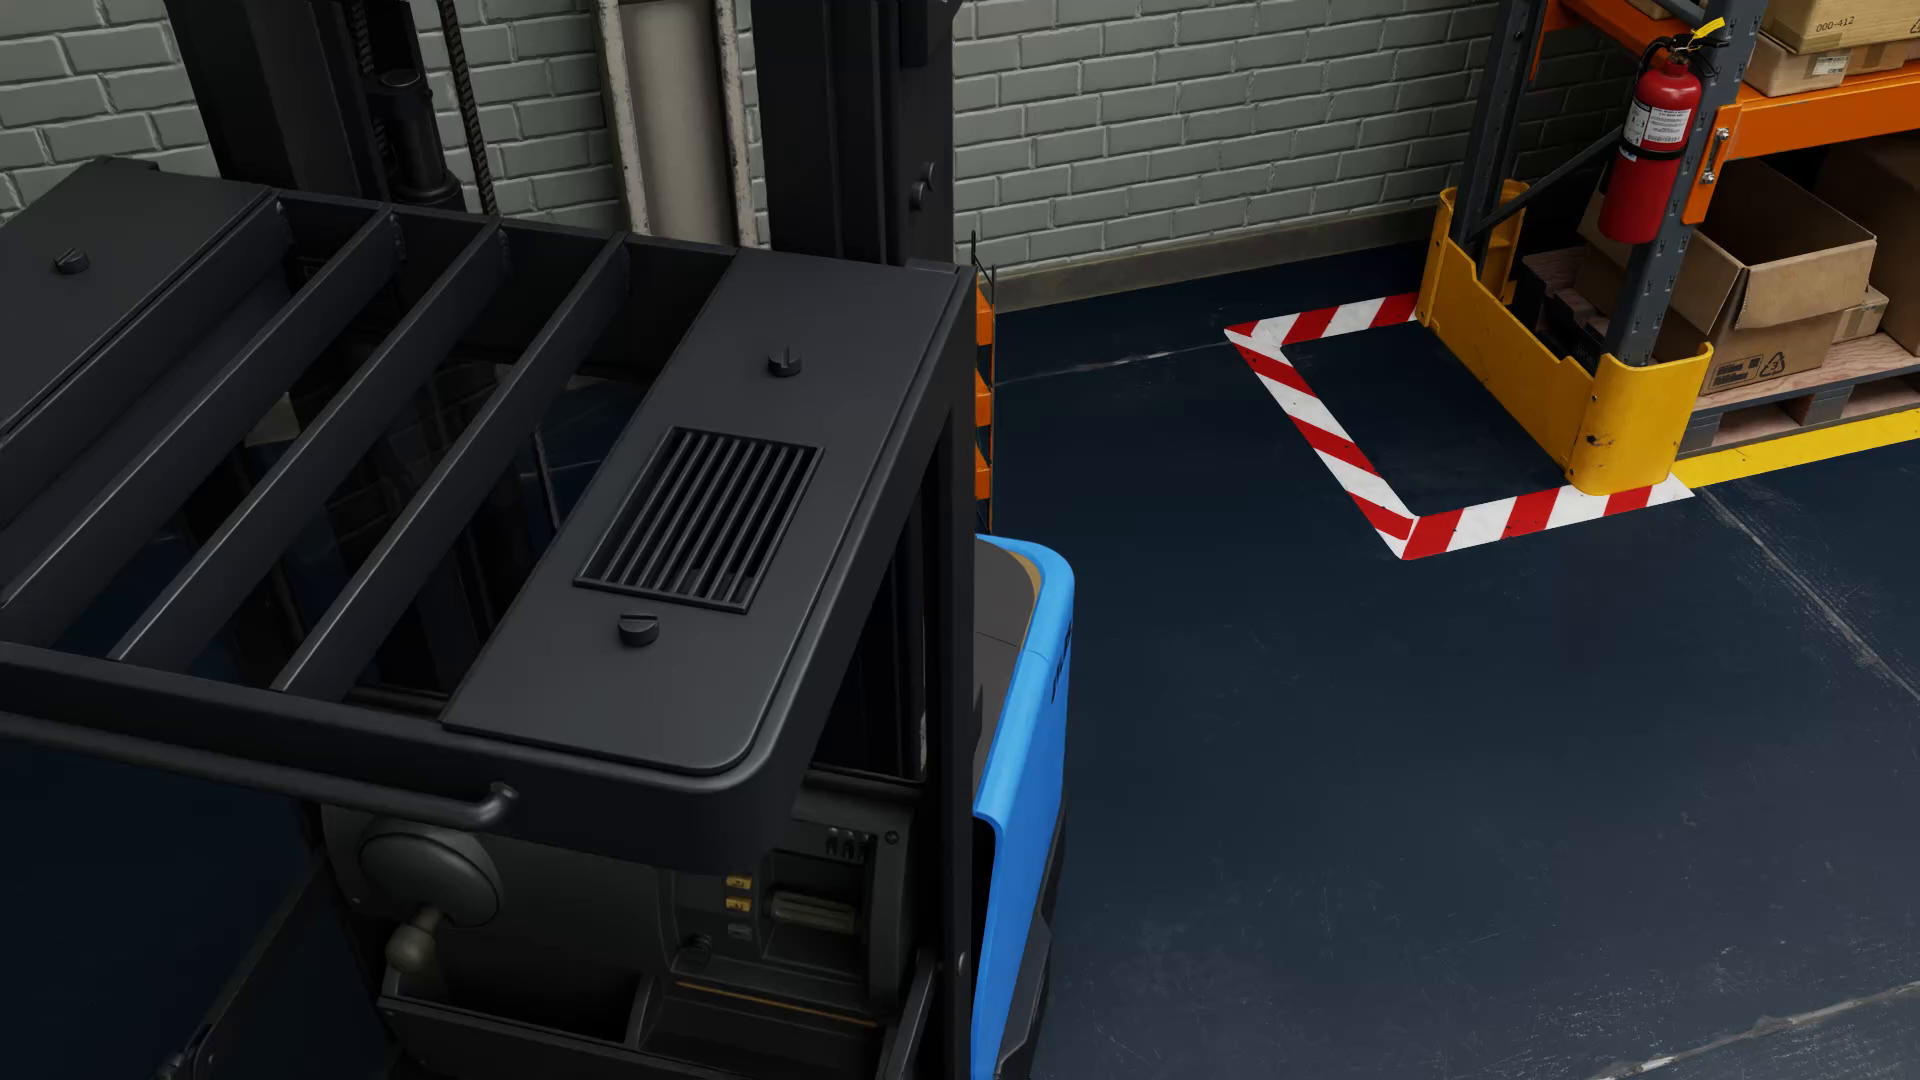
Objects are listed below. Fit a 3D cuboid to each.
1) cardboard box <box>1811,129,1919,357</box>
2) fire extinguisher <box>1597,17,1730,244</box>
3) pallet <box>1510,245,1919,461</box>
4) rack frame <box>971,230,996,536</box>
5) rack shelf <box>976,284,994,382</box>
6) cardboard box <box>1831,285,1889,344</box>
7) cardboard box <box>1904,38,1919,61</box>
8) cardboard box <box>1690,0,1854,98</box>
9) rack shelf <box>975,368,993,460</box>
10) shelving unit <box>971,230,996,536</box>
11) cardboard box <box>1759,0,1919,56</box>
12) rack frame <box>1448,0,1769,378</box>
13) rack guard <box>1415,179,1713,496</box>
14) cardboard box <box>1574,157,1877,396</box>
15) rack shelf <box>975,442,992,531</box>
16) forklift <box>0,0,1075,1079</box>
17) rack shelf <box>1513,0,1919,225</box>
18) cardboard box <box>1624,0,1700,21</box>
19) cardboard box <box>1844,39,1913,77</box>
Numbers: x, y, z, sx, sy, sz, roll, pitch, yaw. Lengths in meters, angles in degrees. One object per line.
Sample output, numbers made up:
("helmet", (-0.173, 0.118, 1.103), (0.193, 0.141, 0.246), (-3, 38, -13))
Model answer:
("cardboard box", (3.388, -1.070, 5.775), (0.500, 0.500, 0.700), (-10, 42, -11))
("fire extinguisher", (1.948, -1.158, 4.638), (0.183, 0.674, 0.296), (-12, 42, -13))
("pallet", (2.782, -0.770, 5.971), (1.213, 0.211, 1.003), (-12, 42, -13))
("rack frame", (0.065, -0.409, 4.920), (0.008, 1.050, 0.200), (-12, 42, -13))
("rack shelf", (-0.051, -0.590, 4.713), (0.240, 0.259, 0.215), (-12, 42, -13))
("cardboard box", (2.978, -0.853, 5.794), (0.250, 0.149, 0.380), (-13, 43, -15))
("cardboard box", (2.814, -1.598, 4.991), (0.250, 0.149, 0.380), (-12, 43, -14))
("cardboard box", (2.345, -1.445, 4.815), (0.250, 0.149, 0.380), (-12, 43, -13))
("rack shelf", (-0.051, -0.377, 4.899), (0.240, 0.259, 0.215), (-12, 42, -13))
("shelving unit", (-0.051, -0.385, 4.892), (0.252, 1.050, 0.215), (-12, 42, -13))
("cardboard box", (2.463, -1.623, 4.716), (0.500, 0.250, 0.500), (-11, 42, -13))
("rack frame", (1.949, -1.647, 4.855), (0.127, 3.000, 1.000), (-12, 42, -13))
("rack guard", (2.022, -0.721, 5.695), (0.348, 0.500, 1.175), (-12, 42, -13))
("cardboard box", (2.561, -0.927, 5.609), (0.637, 0.503, 0.797), (-13, 43, -15))
("rack shelf", (-0.051, -0.168, 5.082), (0.240, 0.259, 0.215), (-12, 42, -13))
("forklift", (-0.579, 0.588, 2.349), (1.130, 2.935, 3.031), (9, 42, 10))
("rack shelf", (3.857, -1.771, 5.545), (4.000, 0.370, 1.077), (-12, 42, -13))
("cardboard box", (2.185, -1.786, 5.206), (0.250, 0.149, 0.380), (-12, 43, -14))
("cardboard box", (2.574, -1.525, 4.906), (0.250, 0.149, 0.380), (-11, 42, -12))
